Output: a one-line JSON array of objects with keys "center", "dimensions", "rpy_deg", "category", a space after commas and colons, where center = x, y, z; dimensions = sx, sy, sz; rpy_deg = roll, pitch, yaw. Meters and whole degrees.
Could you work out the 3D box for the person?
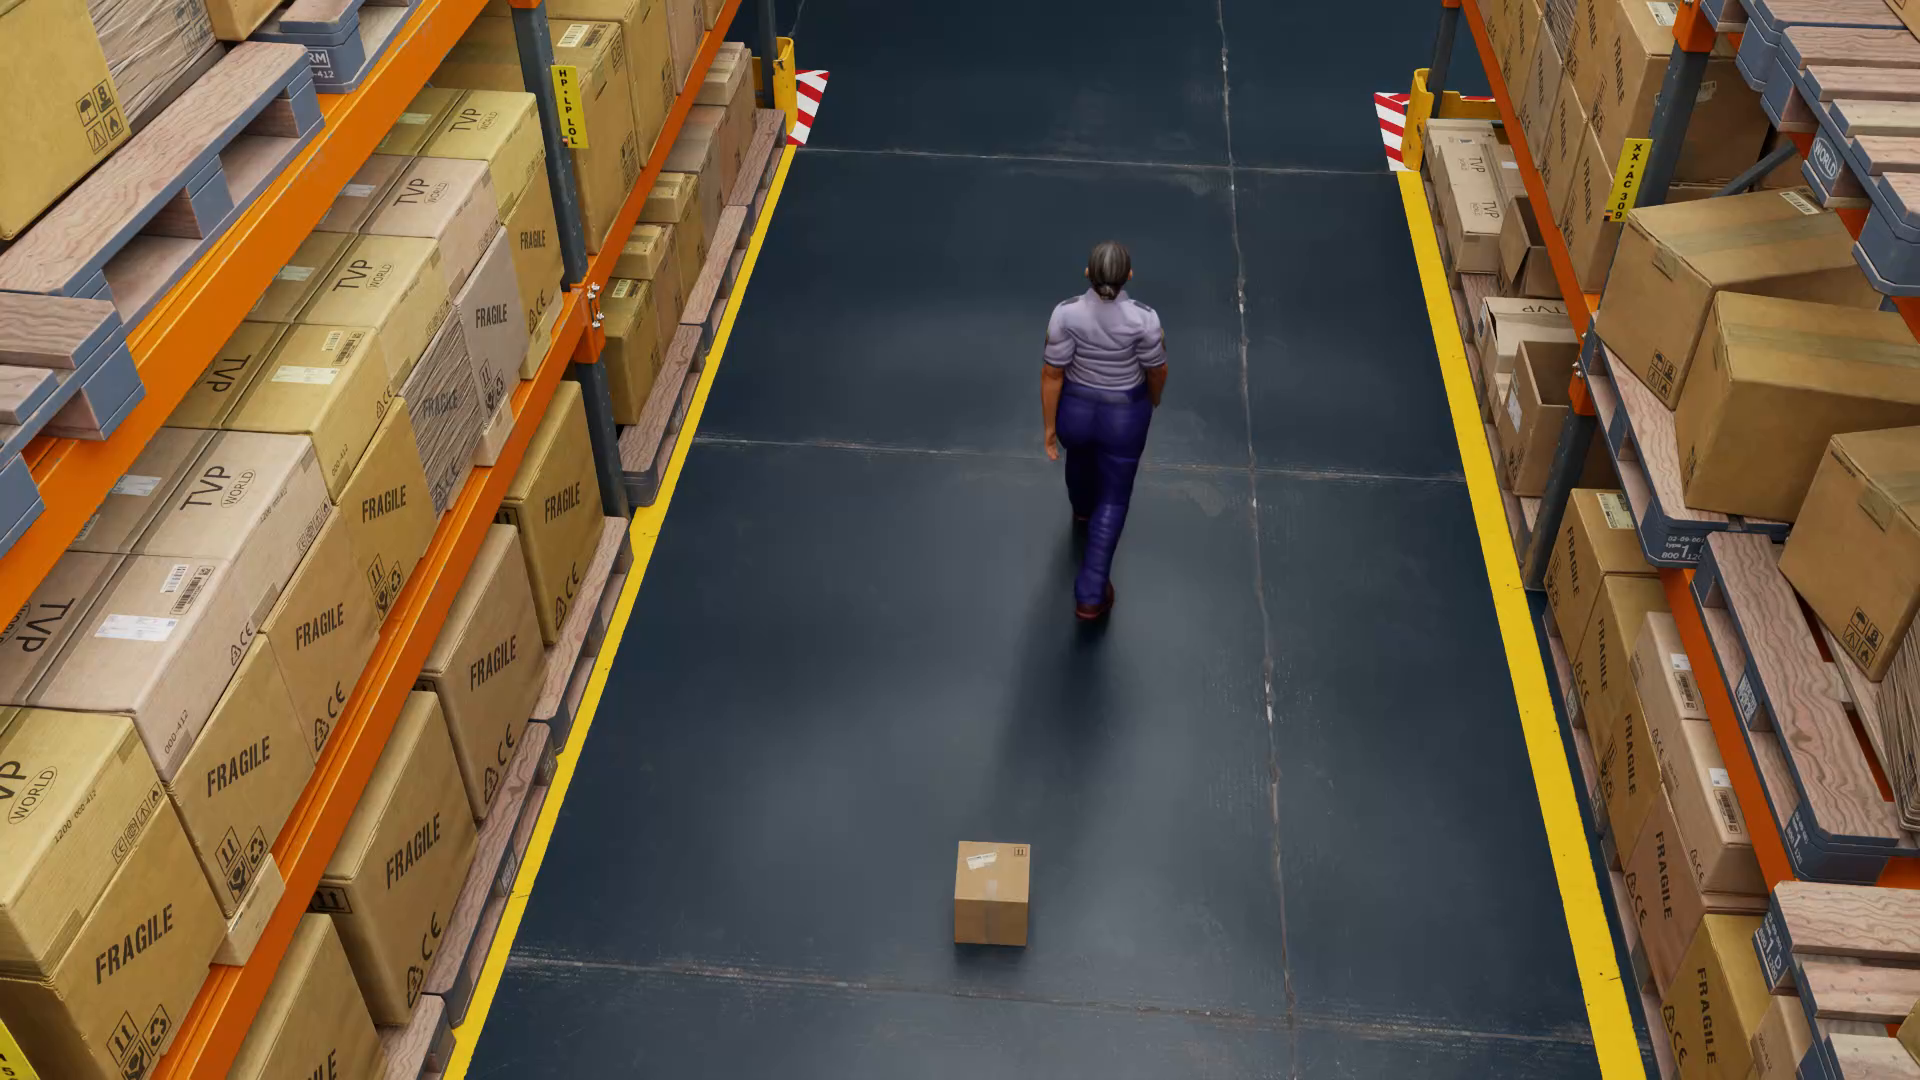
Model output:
[{"center": [0.588, -0.531, 6.790], "dimensions": [0.482, 1.590, 1.025], "rpy_deg": [11, 42, 13], "category": "person"}]
